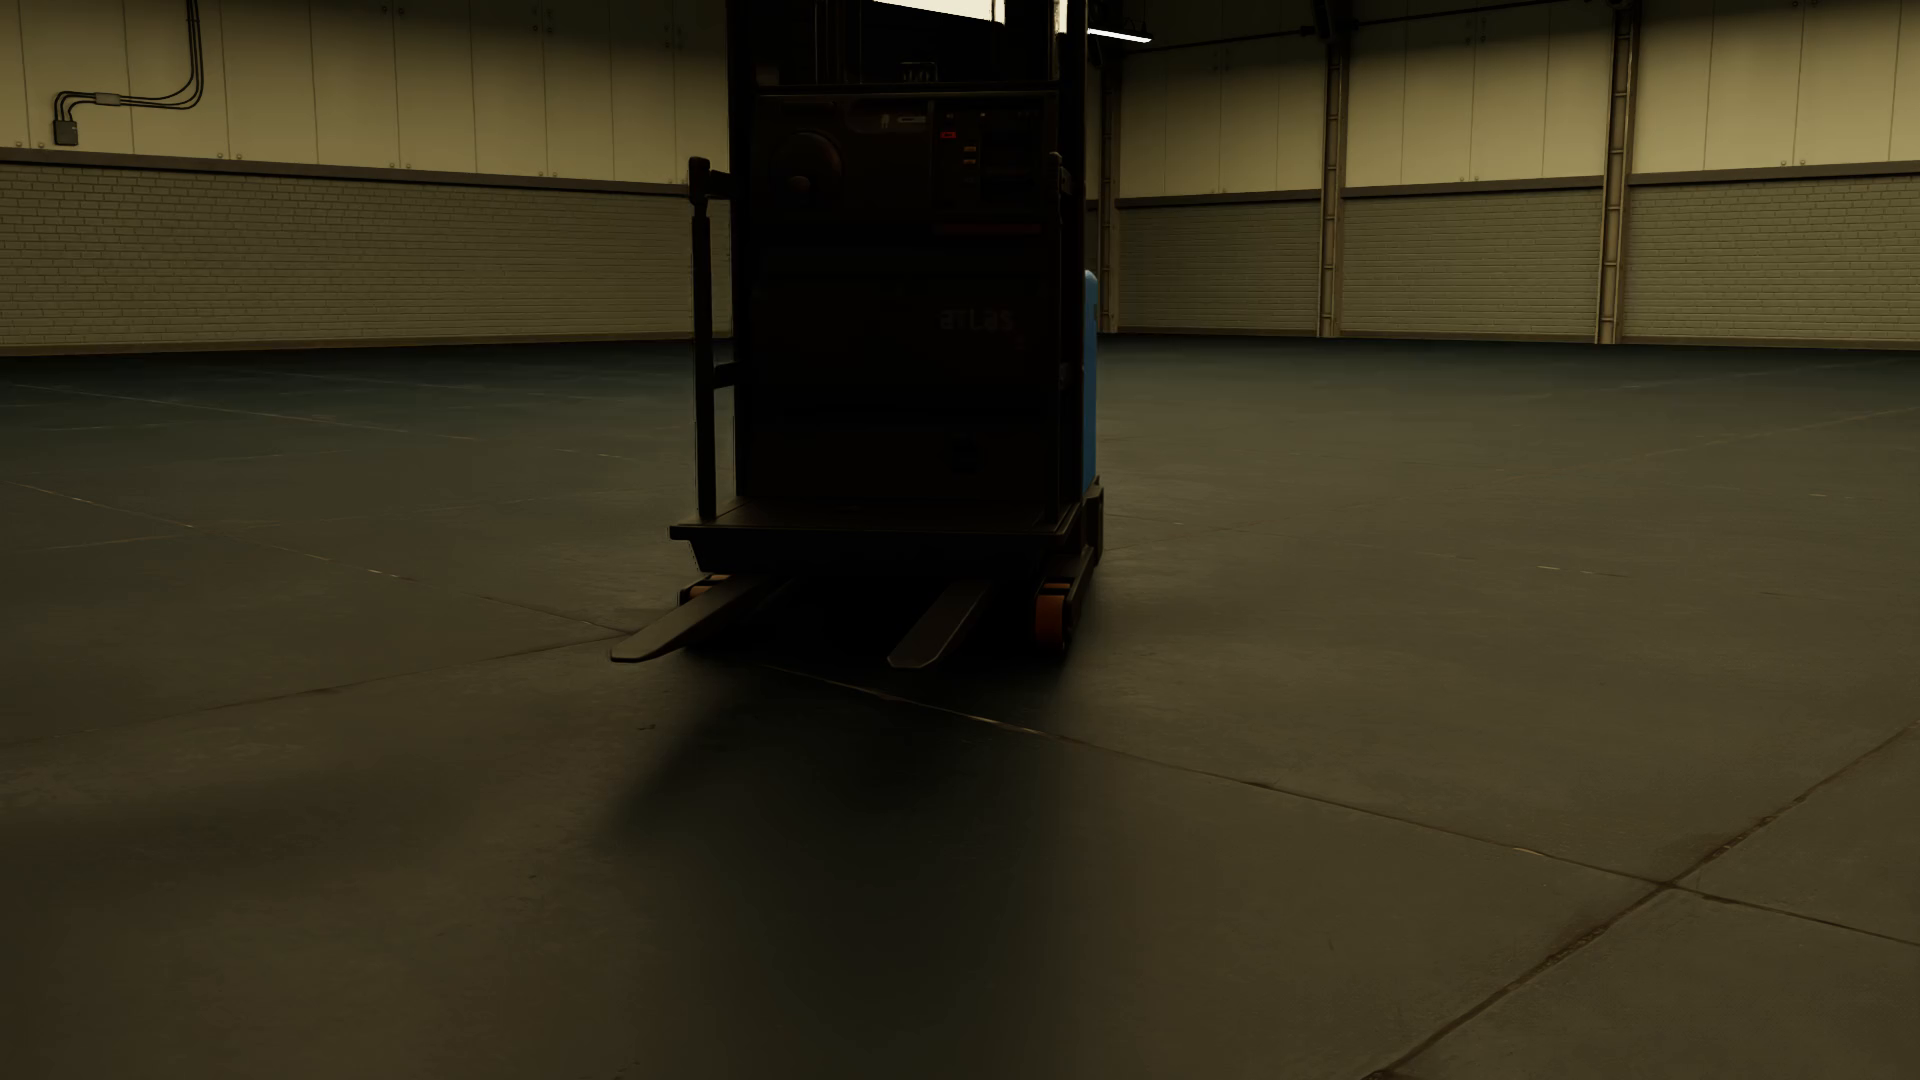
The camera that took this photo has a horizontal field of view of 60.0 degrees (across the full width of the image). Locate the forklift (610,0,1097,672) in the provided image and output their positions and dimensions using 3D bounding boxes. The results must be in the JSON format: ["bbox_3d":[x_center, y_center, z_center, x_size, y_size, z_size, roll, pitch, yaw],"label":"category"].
[{"bbox_3d":[-0.201,-1.192,4.788,1.121,2.935,3.031,1,9,8],"label":"forklift"}]
